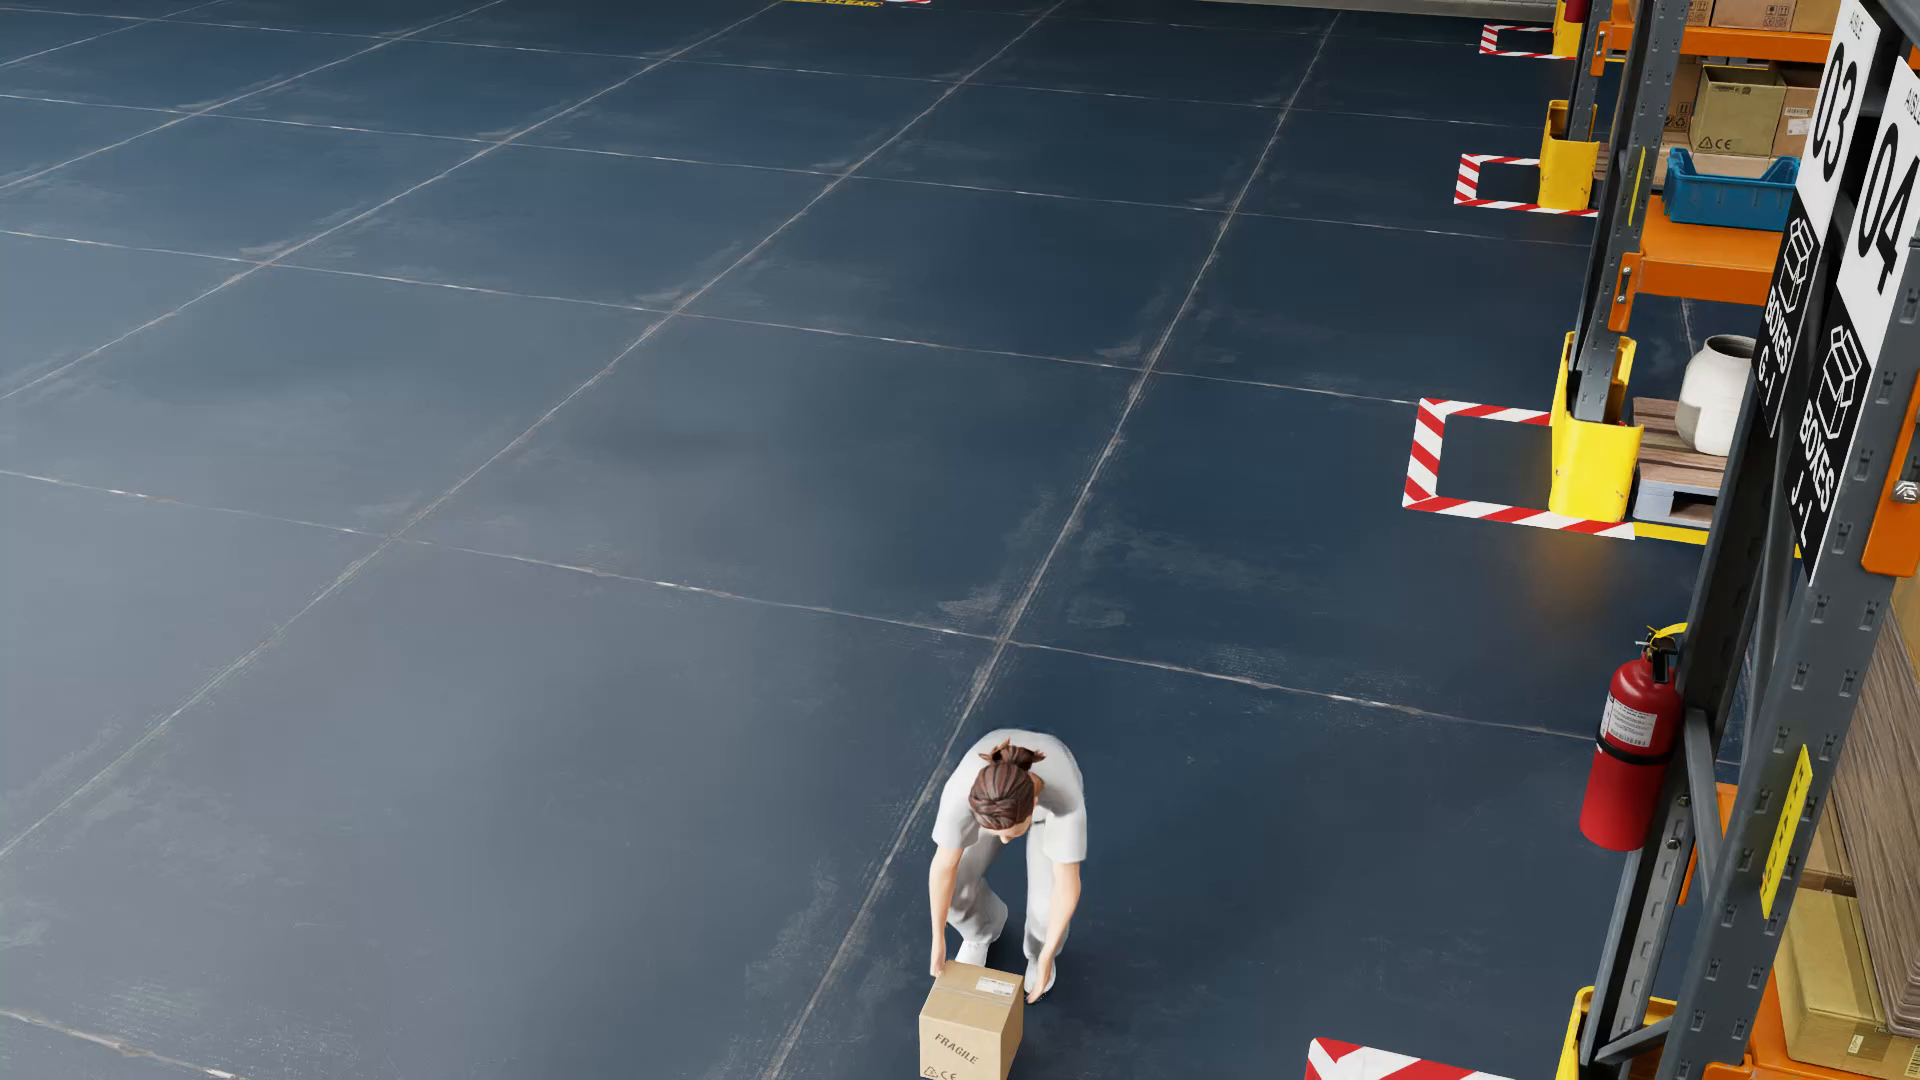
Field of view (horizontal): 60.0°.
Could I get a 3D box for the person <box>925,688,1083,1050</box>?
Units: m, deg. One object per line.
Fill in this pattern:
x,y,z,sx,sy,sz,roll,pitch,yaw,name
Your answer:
0.129,1.012,5.081,0.442,0.933,0.851,7,30,12,person
